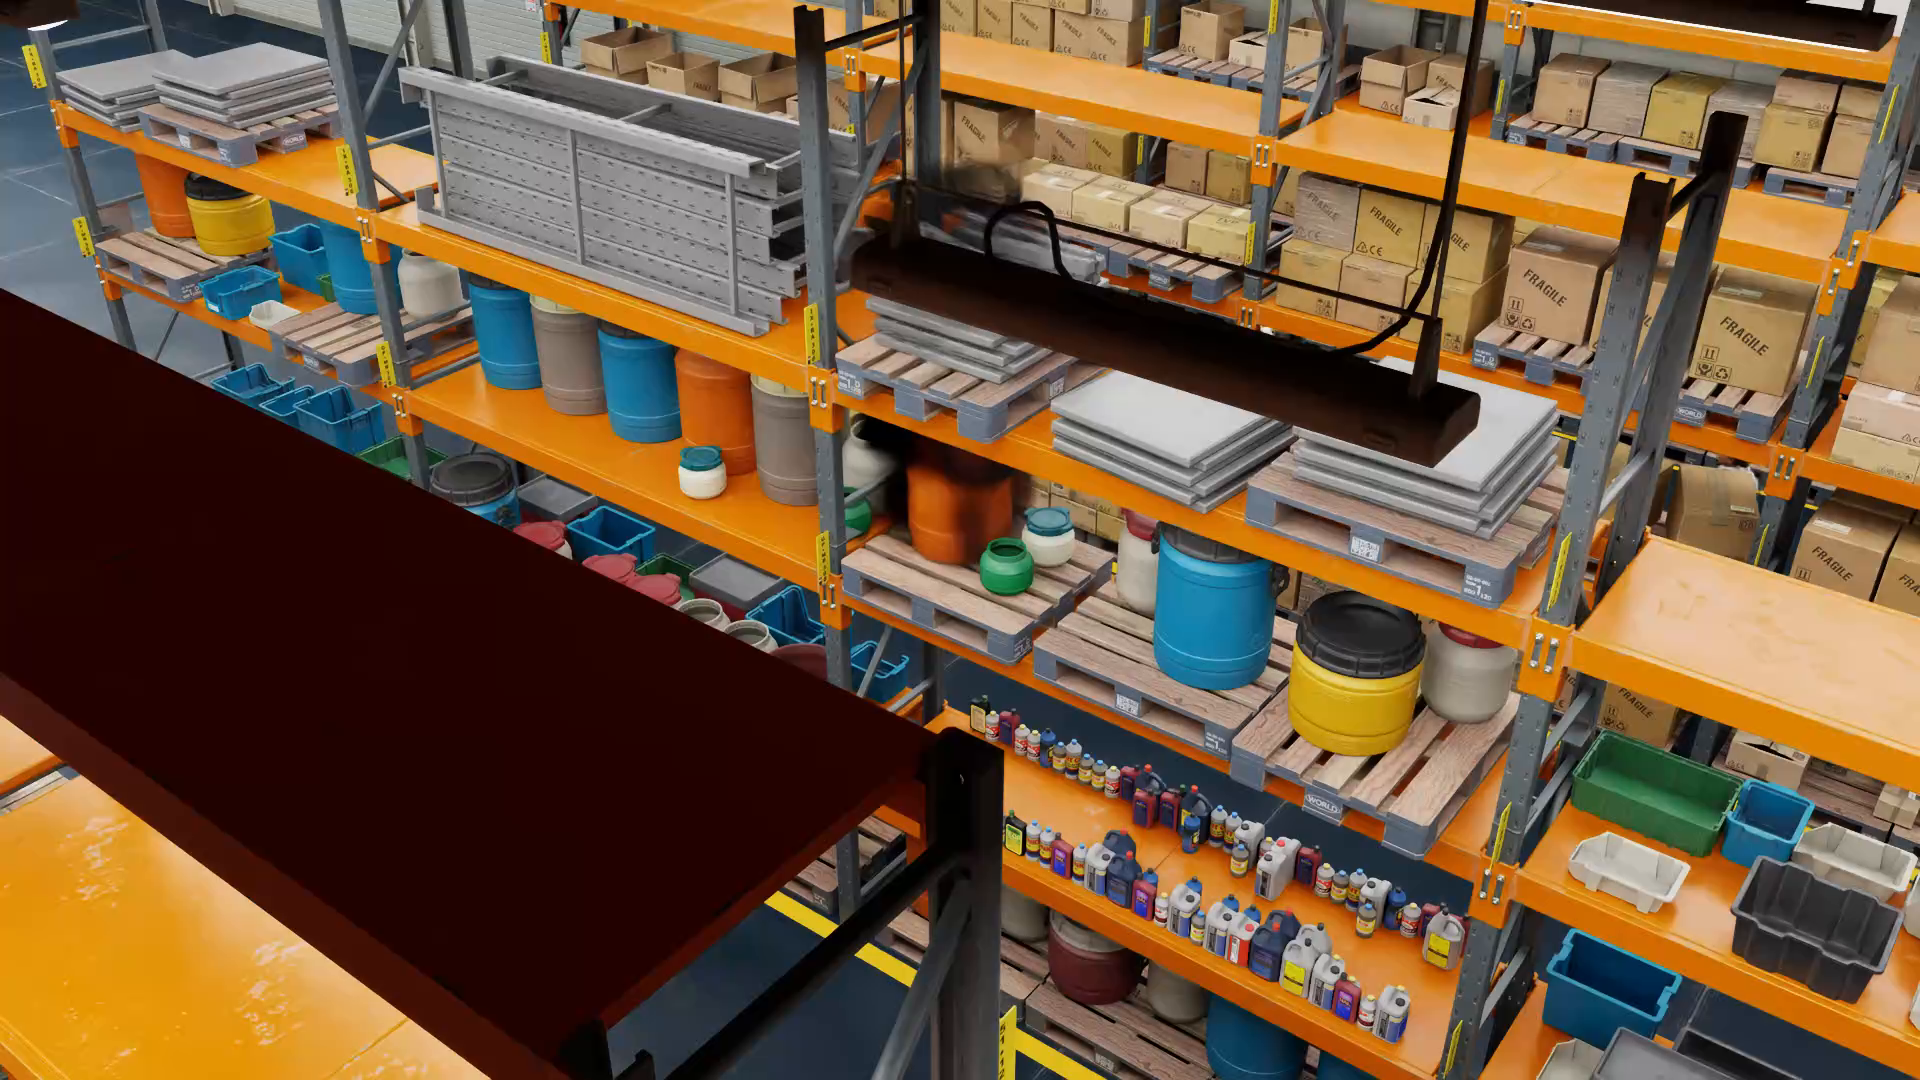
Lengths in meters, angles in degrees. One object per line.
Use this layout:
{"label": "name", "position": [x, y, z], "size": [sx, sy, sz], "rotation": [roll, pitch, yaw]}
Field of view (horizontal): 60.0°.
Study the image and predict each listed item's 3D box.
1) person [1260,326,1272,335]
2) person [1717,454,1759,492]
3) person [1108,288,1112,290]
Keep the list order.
{"label": "person", "position": [2.919, -1.413, 15.938], "size": [0.821, 1.736, 0.682], "rotation": [13, 34, 20]}
{"label": "person", "position": [6.257, -0.159, 13.914], "size": [0.602, 1.657, 0.609], "rotation": [21, 37, 30]}
{"label": "person", "position": [1.371, -2.001, 16.938], "size": [0.712, 1.716, 0.761], "rotation": [-10, 33, -16]}
